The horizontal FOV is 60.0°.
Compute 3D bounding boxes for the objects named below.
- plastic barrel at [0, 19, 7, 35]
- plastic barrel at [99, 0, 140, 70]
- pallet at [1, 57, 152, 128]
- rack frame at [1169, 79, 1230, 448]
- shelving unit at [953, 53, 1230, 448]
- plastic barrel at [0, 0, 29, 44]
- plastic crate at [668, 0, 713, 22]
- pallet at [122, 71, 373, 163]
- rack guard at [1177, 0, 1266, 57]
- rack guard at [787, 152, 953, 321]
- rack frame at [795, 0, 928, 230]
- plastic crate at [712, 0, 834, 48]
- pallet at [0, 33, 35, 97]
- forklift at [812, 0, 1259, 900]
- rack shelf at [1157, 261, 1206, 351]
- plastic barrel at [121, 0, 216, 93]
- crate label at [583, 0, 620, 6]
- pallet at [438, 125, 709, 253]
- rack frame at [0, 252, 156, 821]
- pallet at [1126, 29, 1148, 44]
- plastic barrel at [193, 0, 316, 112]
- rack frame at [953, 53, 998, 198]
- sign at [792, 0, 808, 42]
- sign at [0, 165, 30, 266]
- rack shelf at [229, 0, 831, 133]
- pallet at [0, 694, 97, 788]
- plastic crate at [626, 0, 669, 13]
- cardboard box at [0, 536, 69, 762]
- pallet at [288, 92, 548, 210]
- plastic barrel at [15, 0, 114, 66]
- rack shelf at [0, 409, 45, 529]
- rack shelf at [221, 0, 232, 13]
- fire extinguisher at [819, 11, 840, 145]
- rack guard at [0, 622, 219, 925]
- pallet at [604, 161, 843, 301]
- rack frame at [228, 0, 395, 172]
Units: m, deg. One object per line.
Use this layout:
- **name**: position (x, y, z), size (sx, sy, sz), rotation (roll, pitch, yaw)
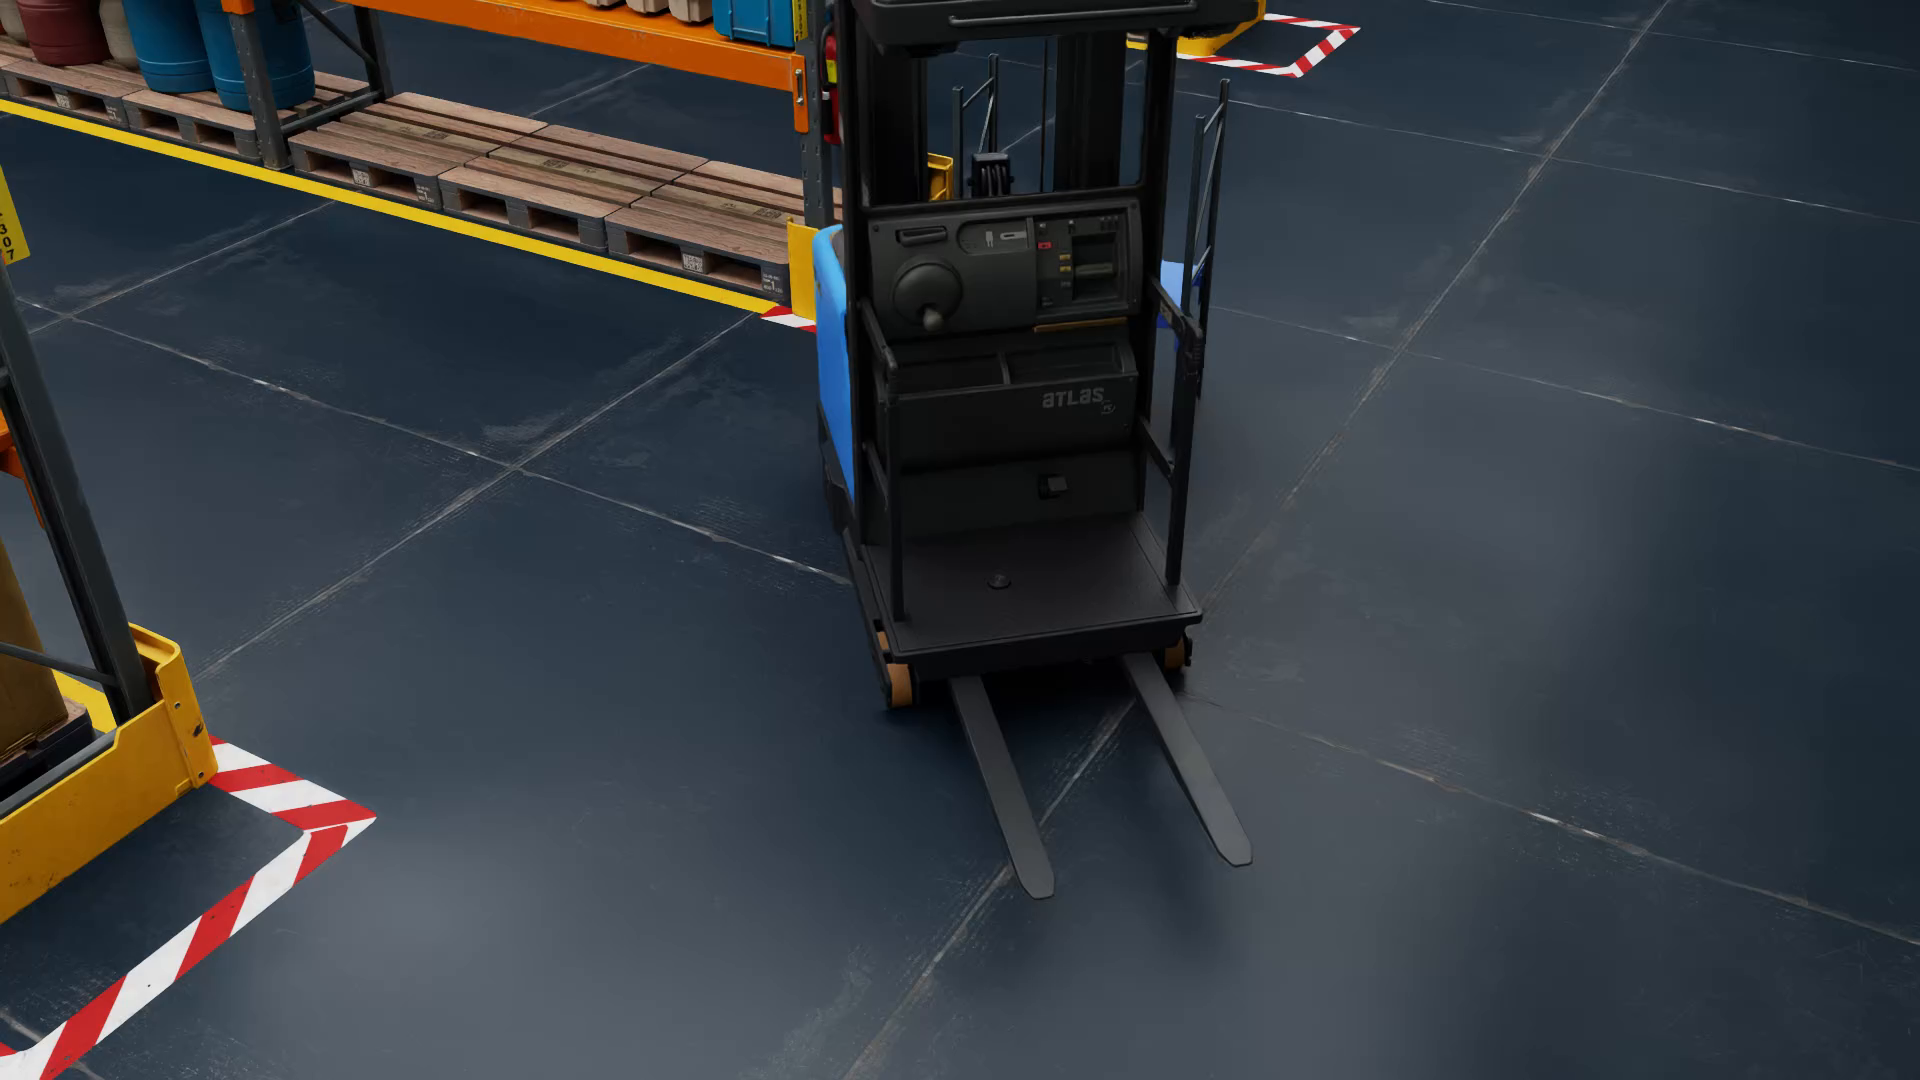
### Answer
- **plastic barrel**: position (-6.983, -3.984, 11.606), size (0.708, 0.830, 0.600), rotation (18, 37, 24)
- **plastic barrel**: position (-5.468, -3.429, 11.059), size (0.421, 0.512, 0.421), rotation (0, 34, 0)
- **pallet**: position (-5.656, -3.146, 11.284), size (1.213, 0.211, 1.003), rotation (18, 37, 24)
- **rack frame**: position (1.025, -1.166, 7.147), size (0.032, 1.500, 0.500), rotation (11, 35, 16)
- **shelving unit**: position (0.546, -1.261, 7.290), size (1.048, 1.500, 0.538), rotation (11, 35, 16)
- **plastic barrel**: position (-6.449, -3.740, 11.526), size (0.421, 0.512, 0.421), rotation (0, 34, 0)
- **plastic crate**: position (-1.269, -2.692, 8.269), size (0.243, 0.136, 0.396), rotation (18, 37, 24)
- **pallet**: position (-4.593, -2.811, 10.781), size (1.213, 0.211, 1.003), rotation (18, 37, 24)
- **rack guard**: position (1.924, -4.002, 12.309), size (0.348, 0.500, 1.175), rotation (18, 37, 24)
- **rack guard**: position (-0.444, -1.598, 8.699), size (0.348, 0.500, 1.175), rotation (18, 37, 24)
- **rack frame**: position (-0.471, -2.639, 8.007), size (0.127, 3.000, 1.000), rotation (18, 37, 24)
- **plastic crate**: position (-0.854, -2.681, 7.984), size (0.499, 0.435, 0.616), rotation (18, 37, 24)
- **pallet**: position (-6.711, -3.482, 11.788), size (1.213, 0.211, 1.003), rotation (18, 37, 24)
- **forklift**: position (0.209, -0.858, 5.394), size (1.130, 2.935, 3.031), rotation (-7, 34, -10)
- **rack shelf**: position (0.546, -1.111, 7.390), size (1.000, 0.185, 0.538), rotation (11, 35, 16)
- **plastic barrel**: position (-5.022, -3.393, 10.654), size (0.708, 0.901, 0.600), rotation (18, 37, 24)
- **crate label**: position (-1.767, -2.843, 8.497), size (0.243, 0.136, 0.396), rotation (18, 37, 24)
- **pallet**: position (-2.223, -2.060, 9.653), size (1.213, 0.211, 1.003), rotation (18, 37, 24)
- **rack frame**: position (-2.928, -0.256, 4.428), size (0.127, 3.000, 1.000), rotation (18, 37, 24)
- **pallet**: position (1.231, -4.101, 12.718), size (1.213, 0.211, 1.003), rotation (18, 37, 24)
- **plastic barrel**: position (-4.408, -3.198, 10.361), size (0.708, 0.901, 0.600), rotation (18, 37, 24)
- **rack frame**: position (0.067, -1.355, 7.432), size (0.032, 1.500, 0.500), rotation (11, 35, 16)
- **sign**: position (-0.730, -2.438, 7.558), size (0.005, 0.325, 0.100), rotation (18, 37, 24)
- **sign**: position (-2.648, -0.914, 4.564), size (0.005, 0.325, 0.100), rotation (18, 37, 24)
- **rack shelf**: position (-2.207, -2.890, 9.032), size (4.000, 0.370, 1.077), rotation (18, 37, 24)
- **pallet**: position (-3.662, 0.723, 5.474), size (1.213, 0.211, 1.003), rotation (18, 37, 24)
- **plastic crate**: position (-1.513, -2.778, 8.400), size (0.243, 0.136, 0.396), rotation (18, 37, 24)
- **cardboard box**: position (-3.524, 0.316, 5.107), size (0.875, 0.875, 0.875), rotation (18, 37, 24)
- **pallet**: position (-3.286, -2.395, 10.156), size (1.213, 0.211, 1.003), rotation (18, 37, 24)
- **plastic barrel**: position (-6.003, -3.573, 11.207), size (0.708, 0.588, 0.600), rotation (18, 37, 24)
- **rack shelf**: position (-4.665, -0.506, 5.453), size (4.000, 0.370, 1.077), rotation (18, 37, 24)
- **rack shelf**: position (-5.680, -3.990, 10.684), size (4.000, 0.370, 1.077), rotation (18, 37, 24)
- **fire extinguisher**: position (-0.565, -2.192, 7.741), size (0.183, 0.674, 0.296), rotation (18, 37, 24)
- **rack guard**: position (-2.908, 0.791, 5.111), size (0.348, 0.500, 1.175), rotation (18, 37, 24)
- **pallet**: position (-1.168, -1.724, 9.149), size (1.213, 0.211, 1.003), rotation (18, 37, 24)
- **rack frame**: position (-3.944, -3.739, 9.659), size (0.127, 3.000, 1.000), rotation (18, 37, 24)
